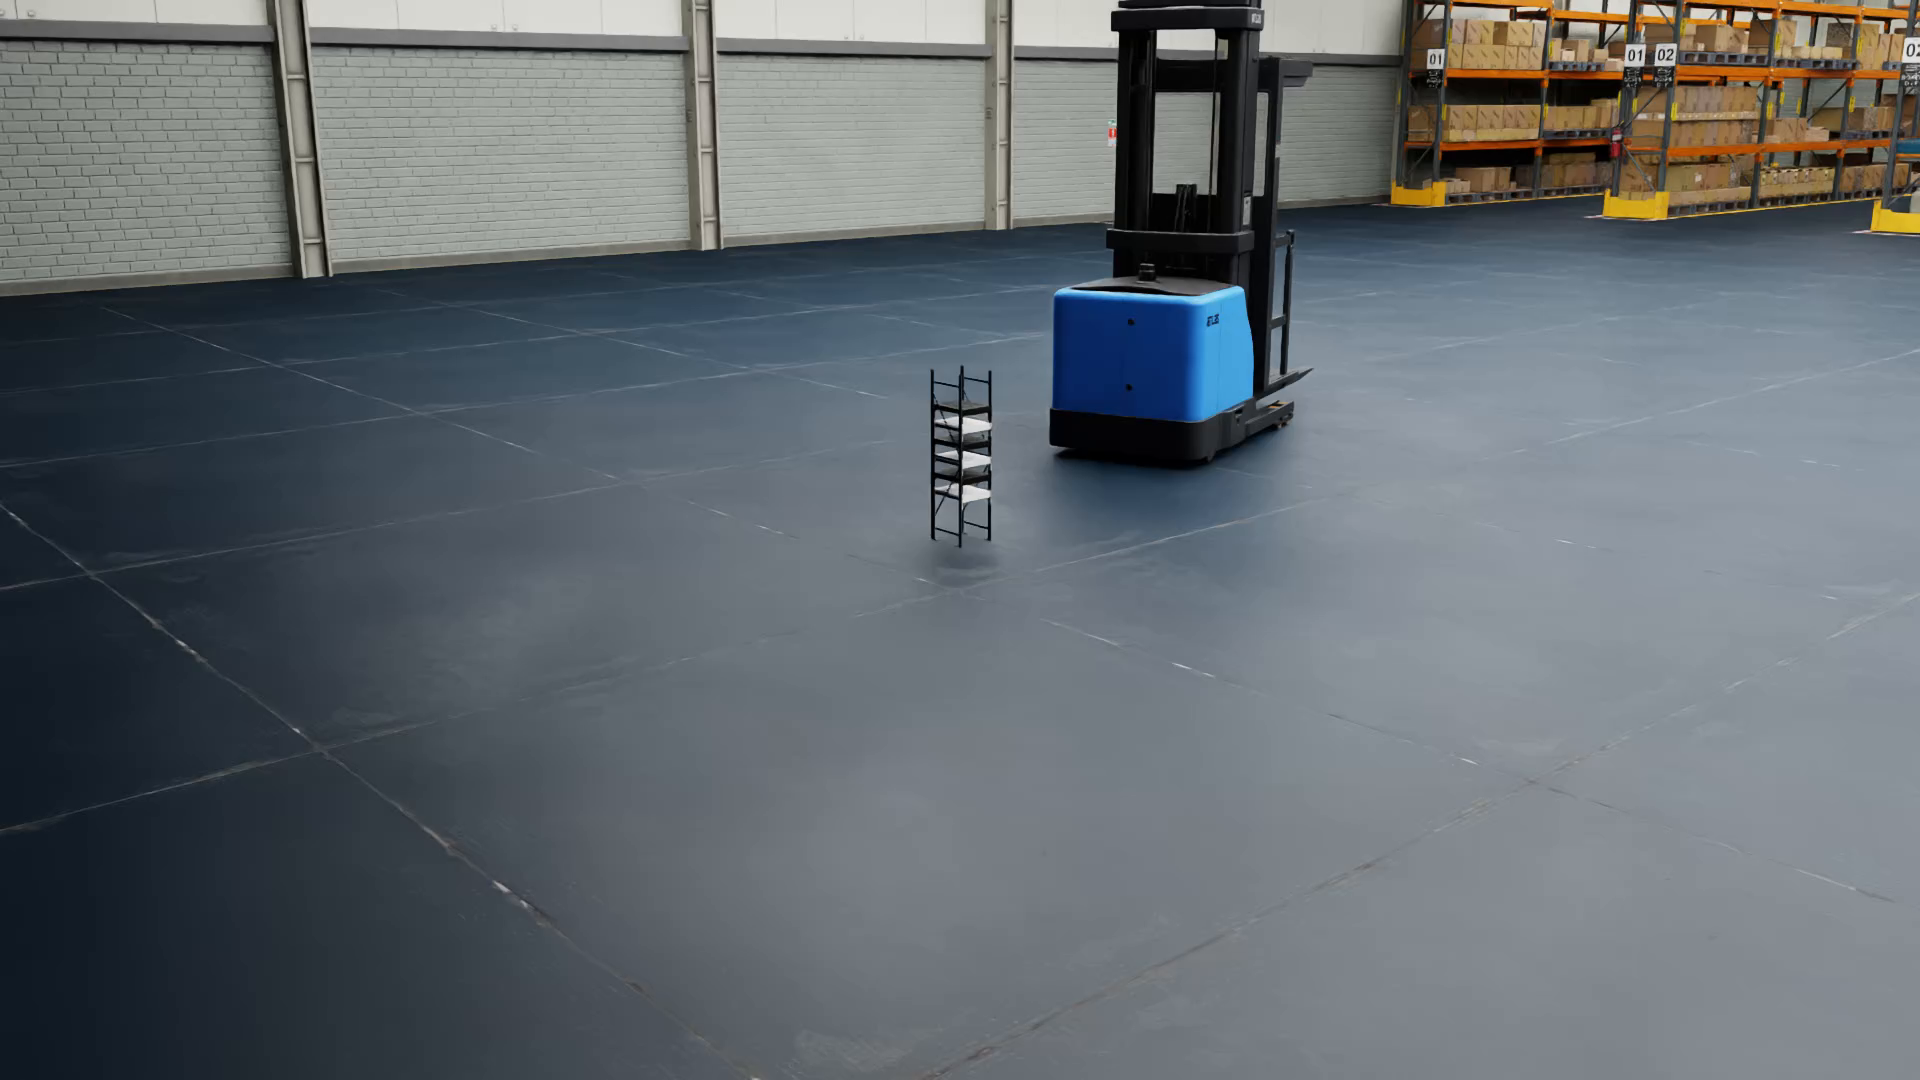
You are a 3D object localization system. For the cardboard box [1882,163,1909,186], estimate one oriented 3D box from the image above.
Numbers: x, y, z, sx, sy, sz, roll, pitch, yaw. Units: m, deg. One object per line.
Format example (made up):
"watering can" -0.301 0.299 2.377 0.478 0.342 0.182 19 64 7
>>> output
"cardboard box" 21.892 -8.580 39.050 0.500 0.500 0.500 -13 20 -40

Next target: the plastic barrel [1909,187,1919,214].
"plastic barrel" 16.719 -5.844 28.823 0.421 0.512 0.421 0 15 0

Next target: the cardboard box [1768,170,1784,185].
"cardboard box" 16.898 -7.610 34.854 0.500 0.311 0.500 -13 20 -40

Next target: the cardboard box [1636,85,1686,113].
"cardboard box" 13.424 -8.442 31.835 0.500 0.500 0.700 -13 19 -39

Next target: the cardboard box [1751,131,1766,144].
"cardboard box" 16.384 -8.379 34.595 0.500 0.250 0.500 -11 19 -36

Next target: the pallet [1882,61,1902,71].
"pallet" 20.758 -10.800 37.920 1.003 0.211 1.213 -13 19 -39

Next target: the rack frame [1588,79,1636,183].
"rack frame" 15.804 -10.001 40.377 0.127 3.000 1.000 -13 19 -39

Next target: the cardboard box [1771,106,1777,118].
"cardboard box" 21.461 -11.412 45.081 0.700 0.700 0.980 -12 19 -37

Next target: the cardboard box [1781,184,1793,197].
"cardboard box" 17.284 -7.428 35.262 0.500 0.250 0.500 -13 20 -41

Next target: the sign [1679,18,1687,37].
"sign" 13.384 -9.482 30.777 0.005 0.325 0.100 -13 19 -39

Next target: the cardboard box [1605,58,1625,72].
"cardboard box" 15.438 -11.242 39.345 0.500 0.311 0.500 -13 19 -39

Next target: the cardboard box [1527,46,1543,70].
"cardboard box" 12.566 -10.696 36.935 0.500 0.500 0.500 -12 19 -38

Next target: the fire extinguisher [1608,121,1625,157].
"fire extinguisher" 12.630 -7.715 31.969 0.183 0.674 0.296 -13 19 -39

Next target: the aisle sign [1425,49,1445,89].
"aisle sign" 9.912 -9.831 34.703 0.004 0.787 0.394 -13 19 -39

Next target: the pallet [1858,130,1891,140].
"pallet" 20.523 -9.274 38.030 1.213 0.211 1.003 -13 19 -39

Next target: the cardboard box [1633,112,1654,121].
"cardboard box" 13.187 -8.145 31.980 0.250 0.149 0.380 -13 20 -40

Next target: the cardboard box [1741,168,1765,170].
"cardboard box" 16.925 -7.802 35.575 0.500 0.311 0.500 -13 20 -40

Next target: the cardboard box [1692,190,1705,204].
"cardboard box" 14.327 -6.774 32.810 0.500 0.250 0.500 -13 19 -39

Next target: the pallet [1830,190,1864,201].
"pallet" 19.647 -7.809 37.575 1.213 0.211 1.003 -13 19 -39

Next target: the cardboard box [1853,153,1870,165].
"cardboard box" 20.797 -8.878 38.711 0.500 0.250 0.500 -13 19 -39

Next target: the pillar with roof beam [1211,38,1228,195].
"pillar with roof beam" 8.029 -9.976 28.661 0.400 9.000 9.100 -13 19 -39

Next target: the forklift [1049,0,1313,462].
"forklift" 1.724 -2.241 11.459 1.130 2.935 3.031 8 17 27

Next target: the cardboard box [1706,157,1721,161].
"cardboard box" 19.453 -9.780 43.582 0.500 0.500 0.700 -12 19 -39

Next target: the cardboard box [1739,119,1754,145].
"cardboard box" 15.711 -8.331 33.933 0.500 0.500 0.700 -13 20 -41

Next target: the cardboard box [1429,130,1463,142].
"cardboard box" 10.346 -8.603 35.398 0.500 0.250 0.500 -13 20 -41

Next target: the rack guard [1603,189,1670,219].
"rack guard" 13.006 -6.470 32.002 0.348 0.500 1.175 -13 19 -39

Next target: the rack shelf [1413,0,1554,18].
"rack shelf" 11.278 -11.533 35.891 4.000 0.370 1.077 -13 19 -39

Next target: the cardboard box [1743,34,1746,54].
"cardboard box" 19.927 -12.823 42.960 0.500 0.500 0.500 -13 20 -40

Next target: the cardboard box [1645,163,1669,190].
"cardboard box" 13.978 -7.239 33.101 0.500 0.500 0.500 -13 19 -39

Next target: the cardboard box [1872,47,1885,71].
"cardboard box" 20.143 -10.789 37.323 0.500 0.500 0.910 -13 19 -39

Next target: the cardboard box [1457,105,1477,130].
"cardboard box" 10.706 -9.049 35.613 0.500 0.500 0.500 -13 19 -39

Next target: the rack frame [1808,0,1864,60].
"rack frame" 19.059 -11.935 35.995 0.127 3.000 1.000 -13 19 -39

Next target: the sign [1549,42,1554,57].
"sign" 13.149 -10.918 36.996 0.005 0.325 0.100 -13 19 -39

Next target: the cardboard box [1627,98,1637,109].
"cardboard box" 16.338 -10.596 40.344 0.500 0.250 0.500 -12 19 -38

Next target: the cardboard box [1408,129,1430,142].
"cardboard box" 9.994 -8.699 35.758 0.500 0.250 0.500 -12 19 -39

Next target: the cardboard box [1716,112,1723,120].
"cardboard box" 14.819 -8.373 32.832 0.250 0.149 0.380 -12 19 -38

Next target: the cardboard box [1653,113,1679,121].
"cardboard box" 13.461 -8.068 31.690 0.250 0.149 0.380 -13 20 -40

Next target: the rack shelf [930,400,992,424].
"rack shelf" 0.006 -0.665 8.578 0.200 0.077 0.258 -13 20 -39

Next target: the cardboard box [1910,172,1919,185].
"cardboard box" 22.535 -8.657 39.704 0.500 0.311 0.500 -13 19 -39

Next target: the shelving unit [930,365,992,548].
"shelving unit" 0.006 -0.436 8.639 0.210 0.900 0.258 -13 20 -39

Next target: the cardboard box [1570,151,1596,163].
"cardboard box" 14.824 -9.151 39.735 0.500 0.250 0.500 -12 19 -38

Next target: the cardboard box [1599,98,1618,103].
"cardboard box" 15.976 -10.692 40.703 0.500 0.250 0.500 -12 19 -38

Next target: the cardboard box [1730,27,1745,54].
"cardboard box" 15.488 -10.093 33.632 0.500 0.500 0.500 -11 18 -35

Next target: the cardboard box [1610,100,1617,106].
"cardboard box" 15.564 -10.510 39.983 0.380 0.149 0.250 13 20 40

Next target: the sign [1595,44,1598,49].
"sign" 15.446 -11.847 40.322 0.005 0.325 0.100 -13 19 -39

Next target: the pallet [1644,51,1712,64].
"pallet" 13.574 -9.203 31.749 1.213 0.211 1.003 -13 19 -39

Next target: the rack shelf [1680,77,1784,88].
"rack shelf" 20.330 -12.119 43.888 4.000 0.370 1.077 -13 19 -39

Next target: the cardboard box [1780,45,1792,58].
"cardboard box" 16.925 -10.135 34.544 0.500 0.250 0.500 14 20 42

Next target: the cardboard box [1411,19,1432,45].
"cardboard box" 9.923 -10.759 35.236 0.500 0.500 0.500 -12 19 -37

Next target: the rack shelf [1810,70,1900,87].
"rack shelf" 20.567 -10.477 37.743 4.000 0.370 1.077 -13 19 -39

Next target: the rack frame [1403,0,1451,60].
"rack frame" 9.769 -11.544 34.529 0.127 3.000 1.000 -13 19 -39
